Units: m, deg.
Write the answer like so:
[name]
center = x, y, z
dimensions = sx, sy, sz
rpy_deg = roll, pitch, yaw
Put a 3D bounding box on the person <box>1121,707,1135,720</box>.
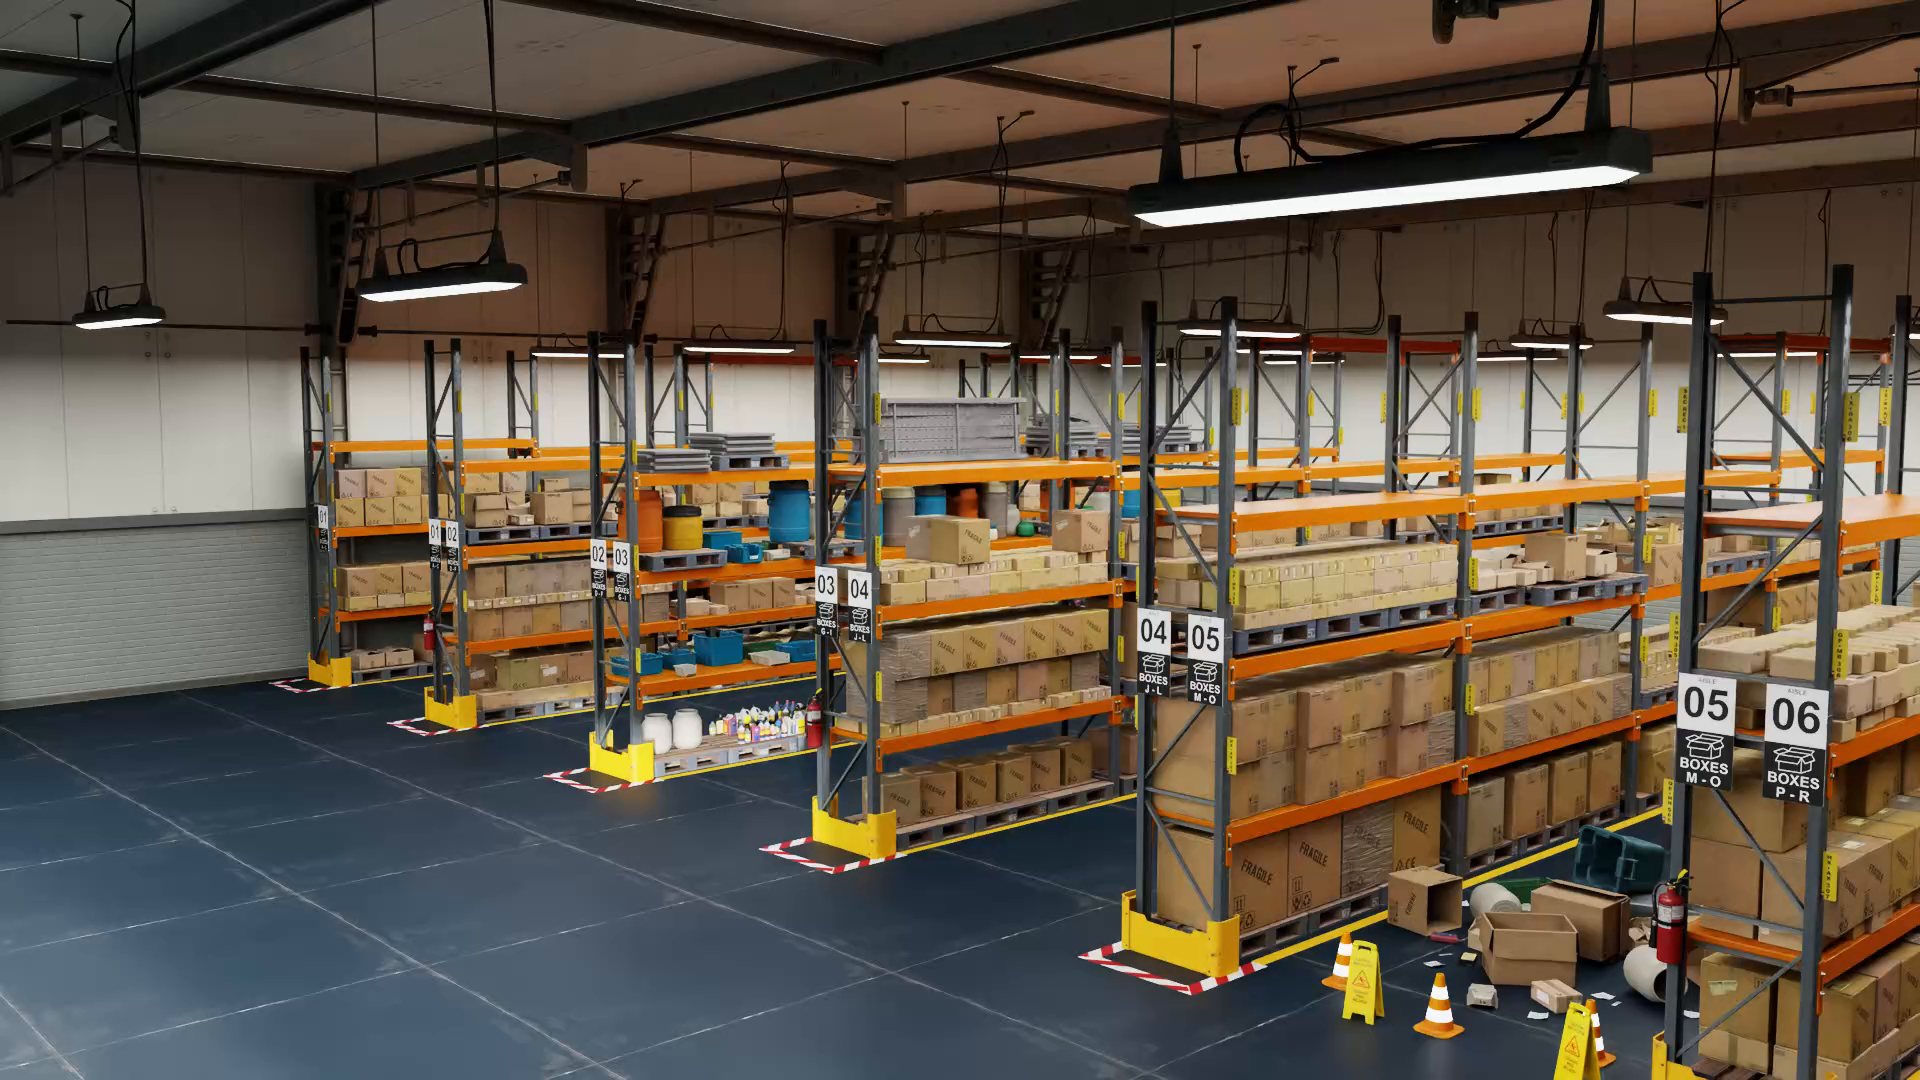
[person]
center = 2.565, 1.890, 24.737
dimensions = 0.721, 1.660, 0.551
rpy_deg = -3, 6, -29
